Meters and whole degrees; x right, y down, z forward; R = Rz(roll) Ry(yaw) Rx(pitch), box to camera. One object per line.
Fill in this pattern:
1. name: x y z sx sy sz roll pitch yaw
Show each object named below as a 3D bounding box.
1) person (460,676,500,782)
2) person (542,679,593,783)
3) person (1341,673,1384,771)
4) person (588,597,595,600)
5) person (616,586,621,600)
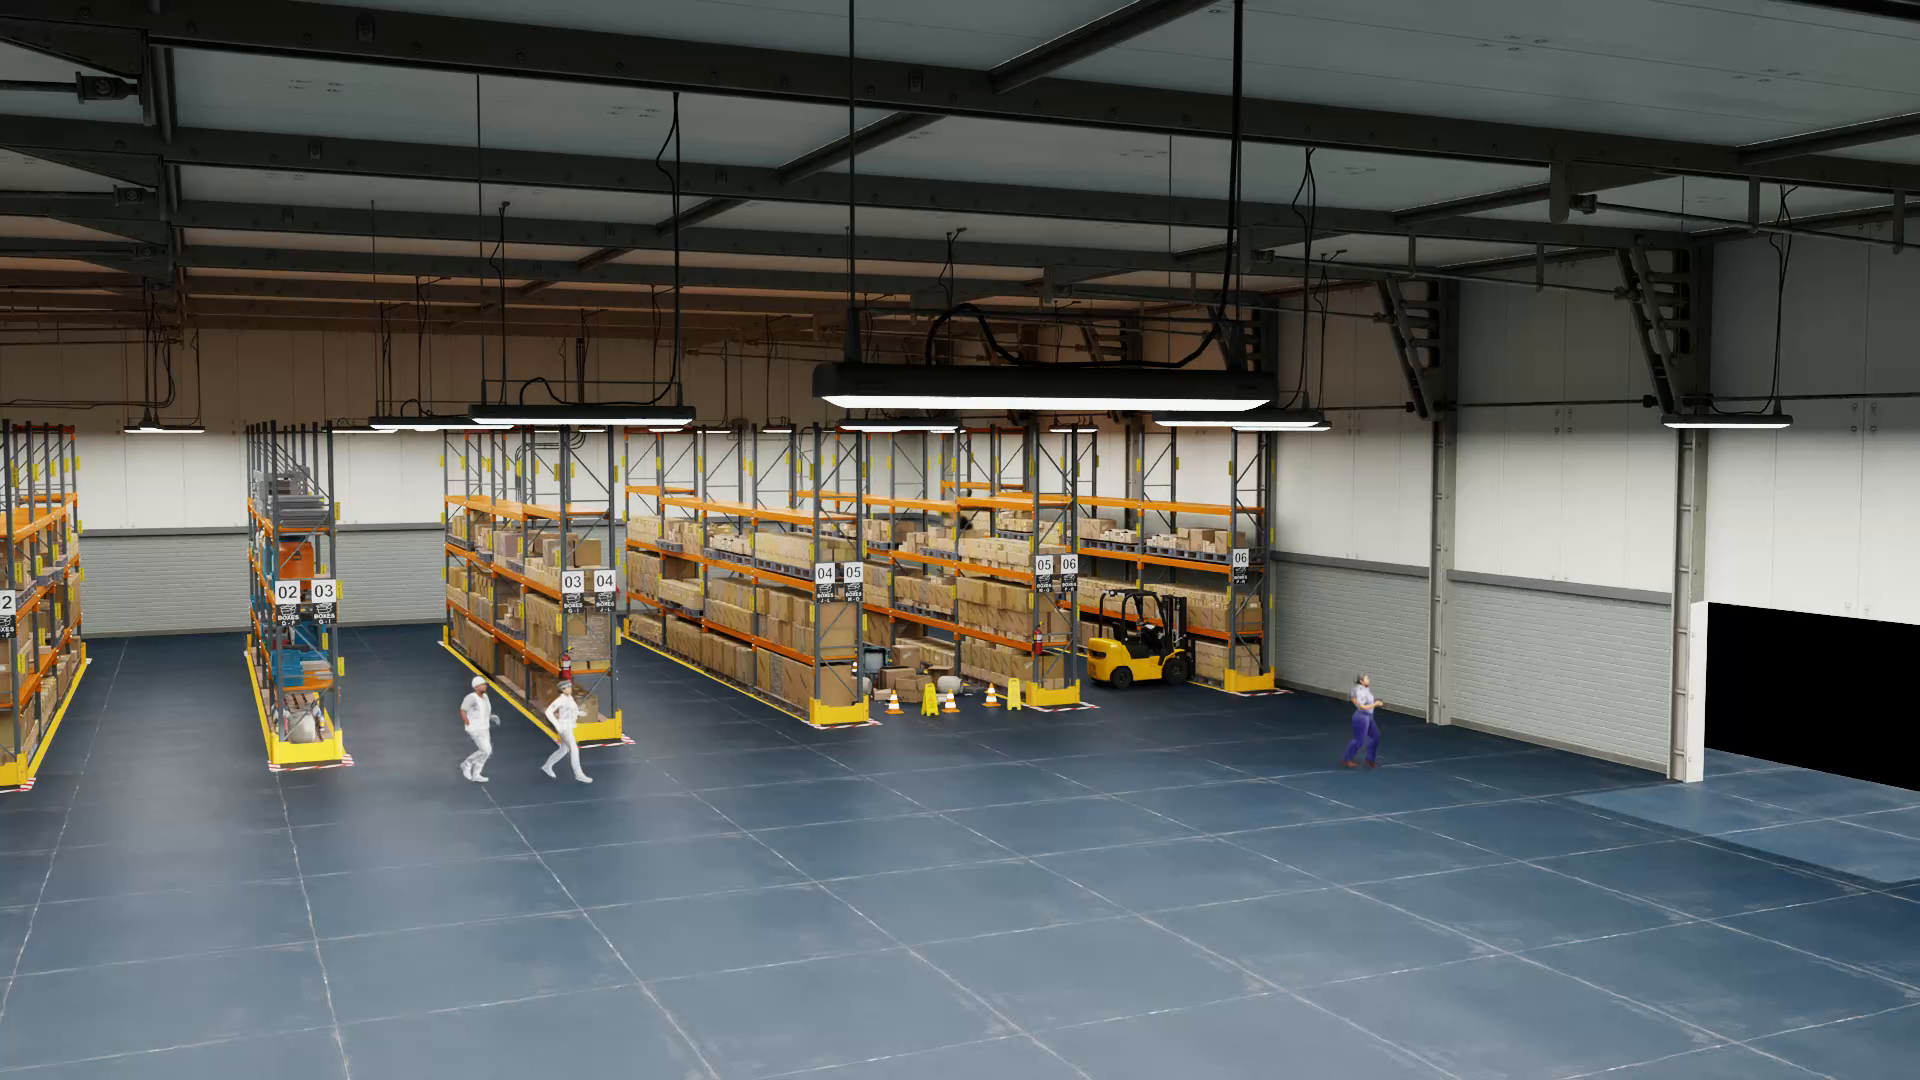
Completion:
1. person: -7.954 3.128 27.536 0.589 1.746 0.694 0 4 7
2. person: -6.496 3.133 27.426 0.919 1.689 0.614 1 4 9
3. person: 6.899 3.125 28.484 0.708 1.704 0.585 2 4 24
4. person: -10.512 1.878 47.591 0.677 1.737 0.567 1 4 18
5. person: -10.257 1.855 48.187 0.737 1.709 0.970 3 5 40
